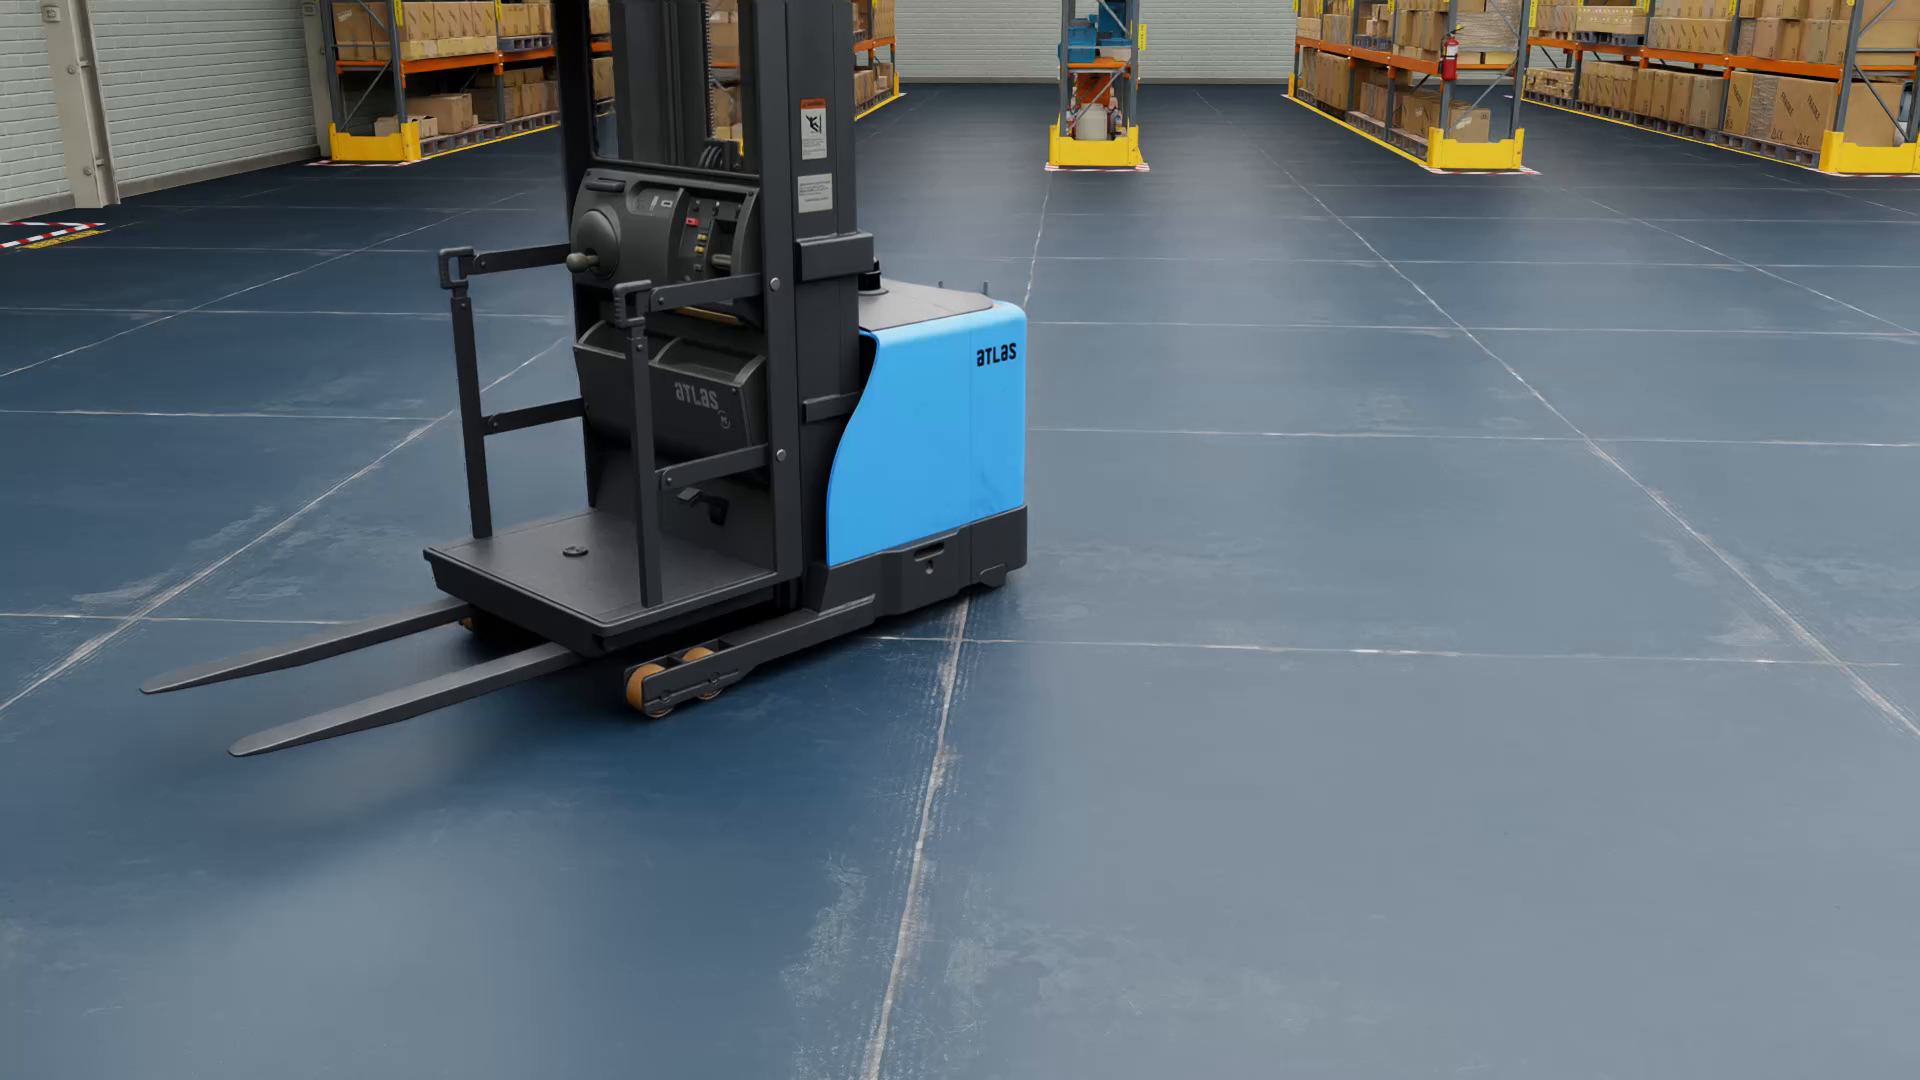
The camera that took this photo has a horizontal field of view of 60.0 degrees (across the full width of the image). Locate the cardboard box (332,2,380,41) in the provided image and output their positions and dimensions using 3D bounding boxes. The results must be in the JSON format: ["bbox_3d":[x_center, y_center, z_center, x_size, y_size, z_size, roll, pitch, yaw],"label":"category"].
[{"bbox_3d":[-8.235,-7.101,22.780,0.500,0.500,0.500,1,18,3],"label":"cardboard box"}]

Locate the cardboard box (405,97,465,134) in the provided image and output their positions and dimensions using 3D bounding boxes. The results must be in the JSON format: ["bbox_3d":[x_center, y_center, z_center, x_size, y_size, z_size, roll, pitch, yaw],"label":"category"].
[{"bbox_3d":[-7.774,-6.293,24.618,0.700,0.500,0.500,0,18,0],"label":"cardboard box"}]

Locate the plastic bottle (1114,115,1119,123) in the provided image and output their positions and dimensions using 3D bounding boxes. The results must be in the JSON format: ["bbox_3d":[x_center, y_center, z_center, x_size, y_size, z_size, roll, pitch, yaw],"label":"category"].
[{"bbox_3d":[2.312,-6.103,24.406,0.097,0.271,0.097,0,18,0],"label":"plastic bottle"}]

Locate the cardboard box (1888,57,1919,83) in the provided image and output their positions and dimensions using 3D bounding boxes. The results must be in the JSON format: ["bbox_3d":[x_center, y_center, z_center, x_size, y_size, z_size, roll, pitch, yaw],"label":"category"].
[{"bbox_3d":[17.424,-8.266,30.071,0.875,0.875,0.875,2,18,5],"label":"cardboard box"}]

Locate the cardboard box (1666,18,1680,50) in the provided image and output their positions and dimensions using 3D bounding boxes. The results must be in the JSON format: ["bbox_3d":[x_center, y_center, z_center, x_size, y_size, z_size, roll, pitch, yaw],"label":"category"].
[{"bbox_3d":[11.907,-8.265,27.170,0.500,0.500,0.500,1,18,4],"label":"cardboard box"}]

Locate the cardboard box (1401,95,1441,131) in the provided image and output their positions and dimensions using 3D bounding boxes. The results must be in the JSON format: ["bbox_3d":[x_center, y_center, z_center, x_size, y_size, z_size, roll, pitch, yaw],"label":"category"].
[{"bbox_3d":[6.983,-6.454,25.142,0.500,0.500,0.500,1,18,2],"label":"cardboard box"}]

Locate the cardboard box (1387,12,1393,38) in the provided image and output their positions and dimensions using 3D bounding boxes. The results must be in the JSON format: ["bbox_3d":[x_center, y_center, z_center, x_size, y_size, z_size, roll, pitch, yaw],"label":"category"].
[{"bbox_3d":[7.248,-8.294,25.779,1.000,1.000,1.000,1,18,4],"label":"cardboard box"}]

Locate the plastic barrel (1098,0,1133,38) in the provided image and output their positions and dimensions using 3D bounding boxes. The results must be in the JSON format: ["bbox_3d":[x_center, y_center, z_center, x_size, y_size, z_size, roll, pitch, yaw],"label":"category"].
[{"bbox_3d":[2.441,-8.028,25.800,0.600,0.901,0.708,1,18,4],"label":"plastic barrel"}]

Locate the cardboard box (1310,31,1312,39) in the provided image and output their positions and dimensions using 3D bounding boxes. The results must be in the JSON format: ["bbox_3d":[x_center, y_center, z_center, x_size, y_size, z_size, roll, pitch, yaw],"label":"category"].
[{"bbox_3d":[7.394,-10.352,34.103,0.380,0.149,0.250,2,18,5],"label":"cardboard box"}]

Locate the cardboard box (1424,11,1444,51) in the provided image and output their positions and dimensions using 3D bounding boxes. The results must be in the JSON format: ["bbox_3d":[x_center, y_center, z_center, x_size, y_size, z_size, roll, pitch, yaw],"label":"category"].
[{"bbox_3d":[6.748,-6.840,22.343,0.875,0.500,0.500,1,18,4],"label":"cardboard box"}]

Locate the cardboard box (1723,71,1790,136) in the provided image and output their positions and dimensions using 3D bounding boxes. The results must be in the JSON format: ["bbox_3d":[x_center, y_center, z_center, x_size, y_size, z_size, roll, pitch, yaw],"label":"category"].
[{"bbox_3d":[11.877,-6.420,24.435,0.875,0.875,0.875,2,18,5],"label":"cardboard box"}]

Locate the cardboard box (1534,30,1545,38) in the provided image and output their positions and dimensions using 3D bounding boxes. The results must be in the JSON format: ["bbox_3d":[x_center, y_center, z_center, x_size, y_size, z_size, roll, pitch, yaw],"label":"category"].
[{"bbox_3d":[12.452,-10.775,35.394,0.380,0.149,0.250,1,18,2],"label":"cardboard box"}]

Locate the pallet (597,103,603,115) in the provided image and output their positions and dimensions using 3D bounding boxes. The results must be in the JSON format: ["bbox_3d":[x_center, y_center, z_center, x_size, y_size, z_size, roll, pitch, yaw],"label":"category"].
[{"bbox_3d":[-7.352,-8.058,31.175,1.003,0.211,1.213,1,18,4],"label":"pallet"}]

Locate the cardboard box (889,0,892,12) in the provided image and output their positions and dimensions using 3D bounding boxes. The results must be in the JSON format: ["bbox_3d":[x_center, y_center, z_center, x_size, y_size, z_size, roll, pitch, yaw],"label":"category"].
[{"bbox_3d":[-1.762,-11.736,36.156,0.500,0.500,0.500,2,18,5],"label":"cardboard box"}]

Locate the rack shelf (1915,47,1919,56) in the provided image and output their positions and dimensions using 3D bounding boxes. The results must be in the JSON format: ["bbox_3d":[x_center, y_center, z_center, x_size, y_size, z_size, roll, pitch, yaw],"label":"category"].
[{"bbox_3d":[17.366,-8.866,30.319,1.077,0.370,4.000,1,18,4],"label":"rack shelf"}]

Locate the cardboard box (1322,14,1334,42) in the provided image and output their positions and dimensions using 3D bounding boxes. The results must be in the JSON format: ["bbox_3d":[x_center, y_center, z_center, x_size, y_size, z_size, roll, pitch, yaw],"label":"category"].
[{"bbox_3d":[7.343,-9.960,32.343,0.500,0.500,0.500,1,18,4],"label":"cardboard box"}]

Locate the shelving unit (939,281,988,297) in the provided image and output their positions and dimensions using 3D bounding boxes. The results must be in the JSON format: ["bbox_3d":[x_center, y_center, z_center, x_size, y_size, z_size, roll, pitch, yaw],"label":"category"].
[{"bbox_3d":[0.004,-0.516,6.810,0.215,1.050,0.252,1,18,4],"label":"shelving unit"}]

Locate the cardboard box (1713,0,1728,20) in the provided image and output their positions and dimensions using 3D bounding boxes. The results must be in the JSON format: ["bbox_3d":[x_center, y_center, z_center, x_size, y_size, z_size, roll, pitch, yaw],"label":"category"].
[{"bbox_3d":[12.056,-8.260,25.548,0.700,0.500,0.500,1,18,3],"label":"cardboard box"}]

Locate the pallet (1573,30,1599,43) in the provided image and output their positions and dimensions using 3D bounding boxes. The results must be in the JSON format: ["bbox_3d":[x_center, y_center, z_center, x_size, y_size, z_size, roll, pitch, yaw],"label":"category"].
[{"bbox_3d":[12.365,-9.583,31.659,1.003,0.211,1.213,1,18,4],"label":"pallet"}]

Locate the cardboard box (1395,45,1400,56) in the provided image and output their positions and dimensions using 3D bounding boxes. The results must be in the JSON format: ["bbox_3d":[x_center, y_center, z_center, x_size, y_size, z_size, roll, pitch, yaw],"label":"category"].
[{"bbox_3d":[6.705,-7.309,24.814,0.380,0.149,0.250,1,18,4],"label":"cardboard box"}]

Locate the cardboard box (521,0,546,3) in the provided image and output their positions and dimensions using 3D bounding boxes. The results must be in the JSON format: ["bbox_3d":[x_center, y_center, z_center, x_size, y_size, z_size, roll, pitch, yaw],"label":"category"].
[{"bbox_3d":[-7.486,-9.496,29.178,0.380,0.149,0.250,-2,18,-5],"label":"cardboard box"}]

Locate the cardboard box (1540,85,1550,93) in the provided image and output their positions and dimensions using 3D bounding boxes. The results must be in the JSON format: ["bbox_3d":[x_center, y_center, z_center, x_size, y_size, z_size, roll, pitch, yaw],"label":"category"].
[{"bbox_3d":[12.392,-9.445,34.836,0.380,0.149,0.250,0,18,1],"label":"cardboard box"}]

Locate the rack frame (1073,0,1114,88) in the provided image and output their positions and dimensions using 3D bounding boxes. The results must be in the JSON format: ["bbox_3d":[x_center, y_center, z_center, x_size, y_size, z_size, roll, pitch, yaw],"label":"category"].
[{"bbox_3d":[2.972,-11.403,36.906,1.000,3.000,0.127,1,18,4],"label":"rack frame"}]

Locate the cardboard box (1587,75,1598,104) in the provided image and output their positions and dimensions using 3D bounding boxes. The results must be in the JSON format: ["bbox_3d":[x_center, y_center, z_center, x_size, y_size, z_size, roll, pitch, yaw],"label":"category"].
[{"bbox_3d":[12.211,-8.532,31.484,0.500,0.500,0.500,2,18,6],"label":"cardboard box"}]

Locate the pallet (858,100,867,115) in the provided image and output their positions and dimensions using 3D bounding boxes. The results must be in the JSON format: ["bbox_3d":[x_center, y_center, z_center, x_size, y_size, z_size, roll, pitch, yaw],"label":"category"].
[{"bbox_3d":[-2.361,-8.314,31.957,1.003,0.211,1.213,1,18,4],"label":"pallet"}]

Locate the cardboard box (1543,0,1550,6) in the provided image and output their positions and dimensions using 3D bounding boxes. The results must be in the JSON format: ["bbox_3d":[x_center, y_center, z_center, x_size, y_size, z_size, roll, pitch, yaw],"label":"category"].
[{"bbox_3d":[12.466,-11.363,34.540,0.500,0.500,0.500,1,18,3],"label":"cardboard box"}]

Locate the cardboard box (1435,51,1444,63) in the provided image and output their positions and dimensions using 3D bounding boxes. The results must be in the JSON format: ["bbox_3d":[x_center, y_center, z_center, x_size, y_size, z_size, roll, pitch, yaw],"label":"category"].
[{"bbox_3d":[6.565,-6.453,22.204,0.380,0.149,0.250,1,18,4],"label":"cardboard box"}]

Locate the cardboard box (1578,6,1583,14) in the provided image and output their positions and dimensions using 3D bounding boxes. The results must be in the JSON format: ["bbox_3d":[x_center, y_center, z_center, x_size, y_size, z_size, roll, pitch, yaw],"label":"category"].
[{"bbox_3d":[12.078,-10.159,31.883,0.380,0.149,0.250,2,18,7],"label":"cardboard box"}]

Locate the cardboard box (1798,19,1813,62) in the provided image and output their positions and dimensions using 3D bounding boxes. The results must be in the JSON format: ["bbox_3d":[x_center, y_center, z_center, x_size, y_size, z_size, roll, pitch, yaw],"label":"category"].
[{"bbox_3d":[11.869,-6.711,22.346,0.875,0.550,0.550,1,18,4],"label":"cardboard box"}]

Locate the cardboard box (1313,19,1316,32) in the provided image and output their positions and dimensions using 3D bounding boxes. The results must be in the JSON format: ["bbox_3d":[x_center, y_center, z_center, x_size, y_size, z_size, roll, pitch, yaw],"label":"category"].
[{"bbox_3d":[7.430,-10.424,33.682,0.500,0.250,0.500,2,18,6],"label":"cardboard box"}]

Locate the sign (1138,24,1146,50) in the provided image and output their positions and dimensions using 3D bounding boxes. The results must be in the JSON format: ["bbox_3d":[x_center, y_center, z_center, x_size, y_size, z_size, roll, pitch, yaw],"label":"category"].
[{"bbox_3d":[2.373,-6.552,21.656,0.100,0.325,0.005,1,18,4],"label":"sign"}]

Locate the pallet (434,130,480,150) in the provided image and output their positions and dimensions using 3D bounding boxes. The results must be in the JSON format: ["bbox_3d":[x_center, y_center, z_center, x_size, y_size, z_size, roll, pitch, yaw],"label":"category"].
[{"bbox_3d":[-7.868,-5.983,24.843,1.003,0.211,1.213,1,18,4],"label":"pallet"}]

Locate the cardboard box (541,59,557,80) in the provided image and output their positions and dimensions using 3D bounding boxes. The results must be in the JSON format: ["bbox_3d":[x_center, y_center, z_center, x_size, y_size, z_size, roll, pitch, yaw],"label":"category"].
[{"bbox_3d":[-7.300,-8.543,30.956,0.750,0.750,0.750,1,18,3],"label":"cardboard box"}]

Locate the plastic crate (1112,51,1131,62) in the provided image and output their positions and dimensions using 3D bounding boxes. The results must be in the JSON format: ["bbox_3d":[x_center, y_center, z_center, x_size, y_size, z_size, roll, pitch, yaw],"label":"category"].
[{"bbox_3d":[2.210,-6.579,22.608,0.298,0.136,0.250,1,18,4],"label":"plastic crate"}]

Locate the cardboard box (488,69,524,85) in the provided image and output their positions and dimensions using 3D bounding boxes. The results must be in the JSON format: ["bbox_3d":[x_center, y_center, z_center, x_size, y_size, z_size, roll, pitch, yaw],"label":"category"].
[{"bbox_3d":[-7.672,-7.802,28.021,0.500,0.250,0.500,1,18,2],"label":"cardboard box"}]

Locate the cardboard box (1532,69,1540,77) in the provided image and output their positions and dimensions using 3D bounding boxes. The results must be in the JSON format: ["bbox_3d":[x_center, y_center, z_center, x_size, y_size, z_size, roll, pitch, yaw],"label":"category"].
[{"bbox_3d":[12.430,-9.959,35.448,0.380,0.149,0.250,1,18,4],"label":"cardboard box"}]

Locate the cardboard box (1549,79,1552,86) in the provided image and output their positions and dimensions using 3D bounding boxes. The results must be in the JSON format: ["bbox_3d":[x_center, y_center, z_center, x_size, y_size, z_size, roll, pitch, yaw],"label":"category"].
[{"bbox_3d":[12.524,-9.571,34.741,0.380,0.149,0.250,2,18,7],"label":"cardboard box"}]

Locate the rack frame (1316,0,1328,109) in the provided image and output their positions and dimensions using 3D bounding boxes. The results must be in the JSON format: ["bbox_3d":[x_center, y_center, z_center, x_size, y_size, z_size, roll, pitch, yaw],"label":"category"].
[{"bbox_3d":[7.625,-10.050,32.777,1.000,3.000,0.127,1,18,4],"label":"rack frame"}]

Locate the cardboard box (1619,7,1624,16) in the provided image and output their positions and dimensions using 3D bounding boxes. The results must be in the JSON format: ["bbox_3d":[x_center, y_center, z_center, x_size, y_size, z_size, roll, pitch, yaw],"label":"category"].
[{"bbox_3d":[11.895,-9.350,29.415,0.380,0.149,0.250,2,18,6],"label":"cardboard box"}]

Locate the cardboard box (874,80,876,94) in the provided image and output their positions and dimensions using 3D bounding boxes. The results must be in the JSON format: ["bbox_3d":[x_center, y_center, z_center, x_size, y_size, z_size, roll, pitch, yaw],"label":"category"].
[{"bbox_3d":[-2.009,-9.329,34.189,0.500,0.311,0.500,1,18,4],"label":"cardboard box"}]

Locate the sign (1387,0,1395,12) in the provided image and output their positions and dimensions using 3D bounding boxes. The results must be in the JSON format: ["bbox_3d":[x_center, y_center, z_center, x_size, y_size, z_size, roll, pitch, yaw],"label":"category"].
[{"bbox_3d":[6.498,-8.127,25.049,0.100,0.325,0.005,1,18,4],"label":"sign"}]

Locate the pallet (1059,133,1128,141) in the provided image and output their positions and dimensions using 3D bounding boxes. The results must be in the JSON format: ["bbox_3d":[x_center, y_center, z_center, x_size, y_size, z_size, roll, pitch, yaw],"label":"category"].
[{"bbox_3d":[1.937,-5.763,24.173,1.003,0.211,1.213,1,18,4],"label":"pallet"}]

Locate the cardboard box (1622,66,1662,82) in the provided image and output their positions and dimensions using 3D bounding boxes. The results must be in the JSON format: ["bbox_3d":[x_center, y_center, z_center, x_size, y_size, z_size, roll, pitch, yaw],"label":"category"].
[{"bbox_3d":[12.066,-8.252,29.426,0.500,0.250,0.500,1,18,3],"label":"cardboard box"}]

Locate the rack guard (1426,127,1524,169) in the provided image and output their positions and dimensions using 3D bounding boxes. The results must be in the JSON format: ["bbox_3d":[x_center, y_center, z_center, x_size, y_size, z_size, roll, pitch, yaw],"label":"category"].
[{"bbox_3d":[6.770,-5.159,21.865,1.175,0.500,0.348,1,18,4],"label":"rack guard"}]

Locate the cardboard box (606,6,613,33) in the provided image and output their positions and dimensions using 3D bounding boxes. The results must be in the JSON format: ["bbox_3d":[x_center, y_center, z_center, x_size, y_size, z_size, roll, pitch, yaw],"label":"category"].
[{"bbox_3d":[-7.049,-10.117,32.310,0.500,0.500,0.500,1,18,4],"label":"cardboard box"}]

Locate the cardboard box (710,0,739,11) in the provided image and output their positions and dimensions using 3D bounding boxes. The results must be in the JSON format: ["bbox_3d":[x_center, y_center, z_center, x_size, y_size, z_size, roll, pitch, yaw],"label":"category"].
[{"bbox_3d":[-3.066,-7.371,22.356,0.700,0.500,0.500,1,18,4],"label":"cardboard box"}]

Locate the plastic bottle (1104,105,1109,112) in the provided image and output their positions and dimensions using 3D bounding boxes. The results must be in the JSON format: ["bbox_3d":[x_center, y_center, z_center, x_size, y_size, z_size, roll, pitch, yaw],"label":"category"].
[{"bbox_3d":[2.209,-6.423,25.256,0.144,0.351,0.185,1,18,4],"label":"plastic bottle"}]

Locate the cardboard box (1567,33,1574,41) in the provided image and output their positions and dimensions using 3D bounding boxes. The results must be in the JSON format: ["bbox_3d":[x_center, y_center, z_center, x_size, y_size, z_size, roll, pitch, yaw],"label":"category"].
[{"bbox_3d":[12.262,-9.965,32.921,0.380,0.149,0.250,1,18,2],"label":"cardboard box"}]

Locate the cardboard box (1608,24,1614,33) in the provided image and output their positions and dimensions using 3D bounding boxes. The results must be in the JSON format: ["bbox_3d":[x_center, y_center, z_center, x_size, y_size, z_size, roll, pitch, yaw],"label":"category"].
[{"bbox_3d":[11.932,-9.227,29.995,0.380,0.149,0.250,0,18,1],"label":"cardboard box"}]

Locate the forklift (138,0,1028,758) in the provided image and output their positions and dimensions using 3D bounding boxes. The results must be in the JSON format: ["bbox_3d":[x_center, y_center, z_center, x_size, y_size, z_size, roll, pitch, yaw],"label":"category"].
[{"bbox_3d":[-1.126,-1.015,5.313,1.130,2.935,3.031,17,24,41],"label":"forklift"}]

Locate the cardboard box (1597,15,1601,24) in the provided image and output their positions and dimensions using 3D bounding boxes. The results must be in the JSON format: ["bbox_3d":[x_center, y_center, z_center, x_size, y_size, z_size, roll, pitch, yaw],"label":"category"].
[{"bbox_3d":[11.989,-9.610,30.685,0.380,0.149,0.250,1,18,3],"label":"cardboard box"}]

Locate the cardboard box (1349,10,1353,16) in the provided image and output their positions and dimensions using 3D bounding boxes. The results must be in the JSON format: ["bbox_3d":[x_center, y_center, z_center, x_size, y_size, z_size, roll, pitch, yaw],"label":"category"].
[{"bbox_3d":[7.457,-9.761,30.124,0.797,0.503,0.637,2,18,5],"label":"cardboard box"}]

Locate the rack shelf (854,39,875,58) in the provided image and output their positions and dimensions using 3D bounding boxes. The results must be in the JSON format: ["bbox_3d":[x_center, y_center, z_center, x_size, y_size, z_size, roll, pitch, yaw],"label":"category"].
[{"bbox_3d":[-2.399,-9.309,31.672,1.077,0.370,4.000,1,18,4],"label":"rack shelf"}]

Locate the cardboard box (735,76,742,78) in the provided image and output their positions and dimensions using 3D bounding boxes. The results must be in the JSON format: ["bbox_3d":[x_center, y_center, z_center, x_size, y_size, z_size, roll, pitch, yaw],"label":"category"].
[{"bbox_3d":[-3.174,-6.900,25.701,0.500,0.500,0.500,1,18,4],"label":"cardboard box"}]

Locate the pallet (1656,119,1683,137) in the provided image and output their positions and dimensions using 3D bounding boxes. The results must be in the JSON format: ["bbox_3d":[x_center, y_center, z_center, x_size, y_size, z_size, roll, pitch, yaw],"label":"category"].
[{"bbox_3d":[12.057,-6.720,27.091,1.003,0.211,1.213,1,18,4],"label":"pallet"}]

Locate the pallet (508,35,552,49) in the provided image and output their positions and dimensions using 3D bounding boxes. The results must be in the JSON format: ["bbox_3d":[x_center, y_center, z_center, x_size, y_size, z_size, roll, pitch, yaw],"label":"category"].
[{"bbox_3d":[-7.584,-8.433,28.149,1.003,0.211,1.213,1,18,4],"label":"pallet"}]
